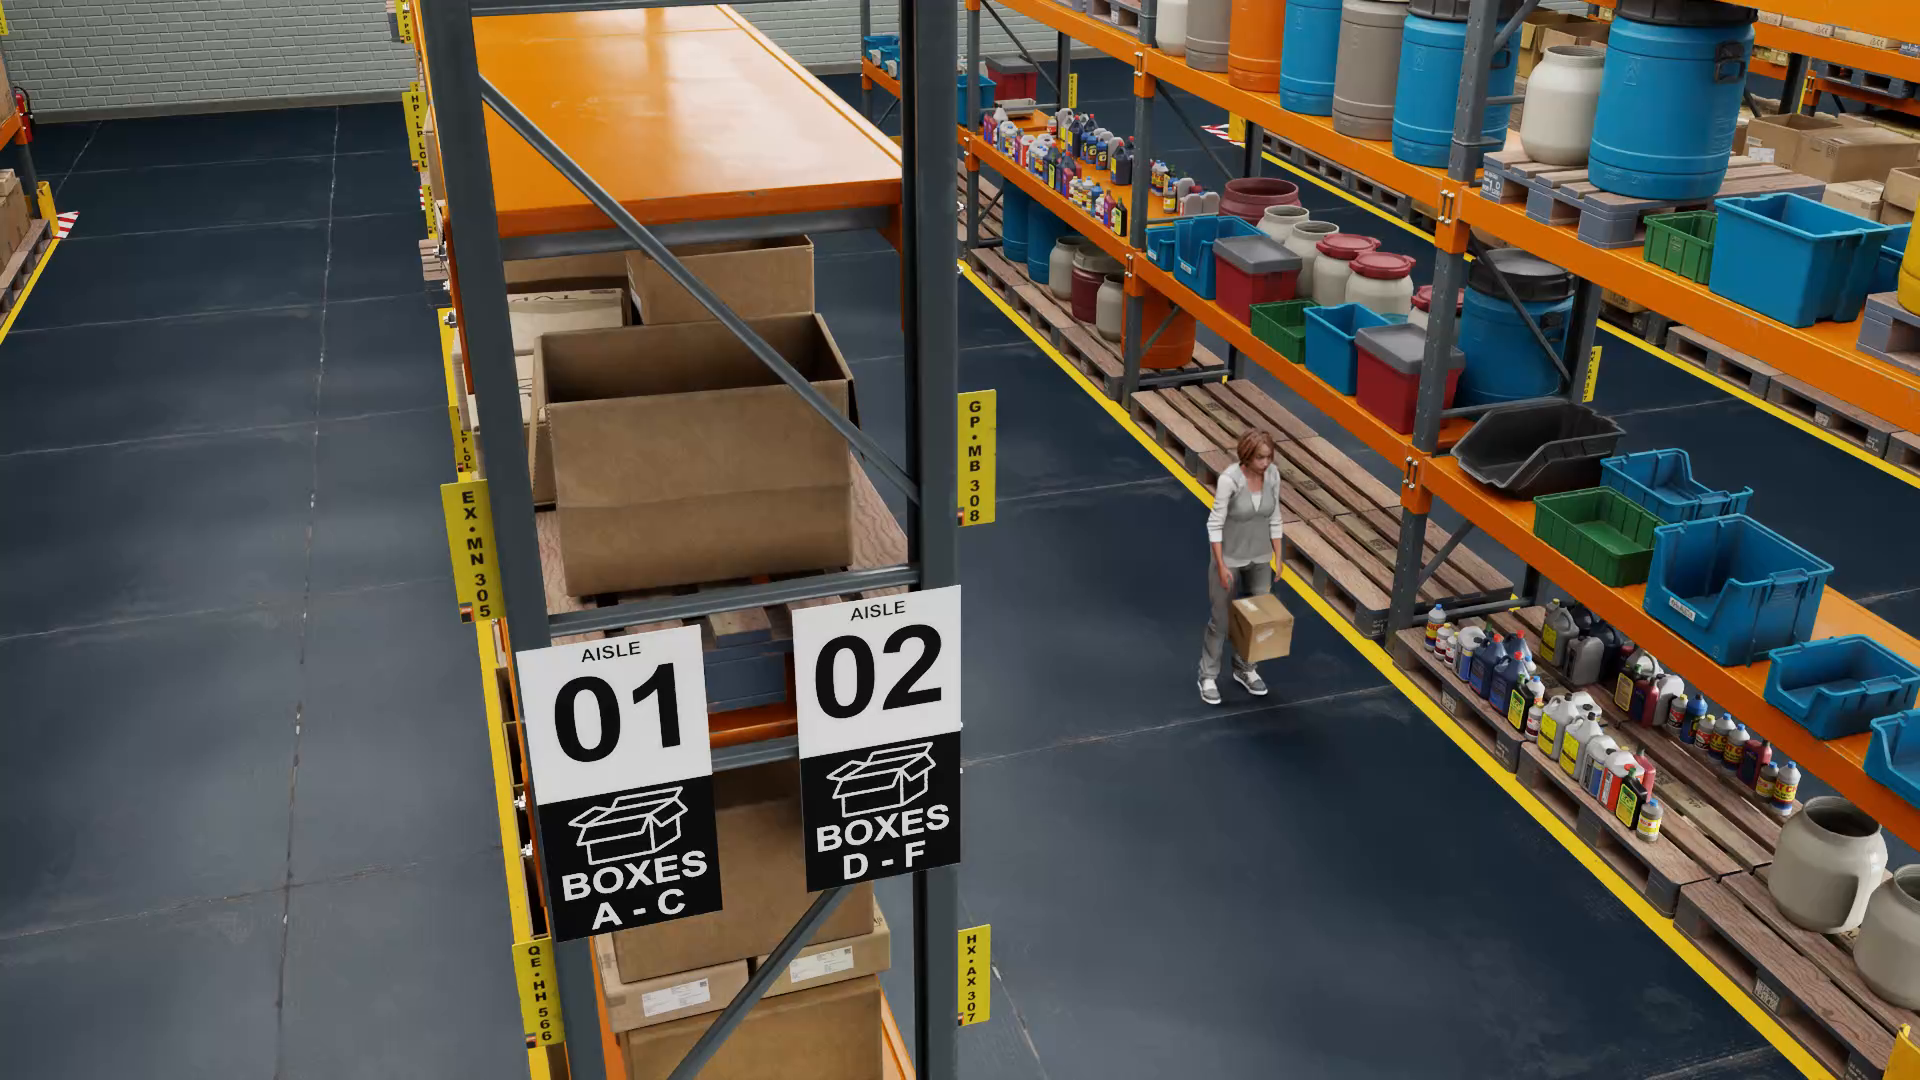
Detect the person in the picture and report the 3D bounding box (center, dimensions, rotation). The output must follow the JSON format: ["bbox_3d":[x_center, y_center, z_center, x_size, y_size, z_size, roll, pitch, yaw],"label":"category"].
[{"bbox_3d":[1.546,0.120,9.107,0.450,1.599,0.336,-9,28,-17],"label":"person"}]
